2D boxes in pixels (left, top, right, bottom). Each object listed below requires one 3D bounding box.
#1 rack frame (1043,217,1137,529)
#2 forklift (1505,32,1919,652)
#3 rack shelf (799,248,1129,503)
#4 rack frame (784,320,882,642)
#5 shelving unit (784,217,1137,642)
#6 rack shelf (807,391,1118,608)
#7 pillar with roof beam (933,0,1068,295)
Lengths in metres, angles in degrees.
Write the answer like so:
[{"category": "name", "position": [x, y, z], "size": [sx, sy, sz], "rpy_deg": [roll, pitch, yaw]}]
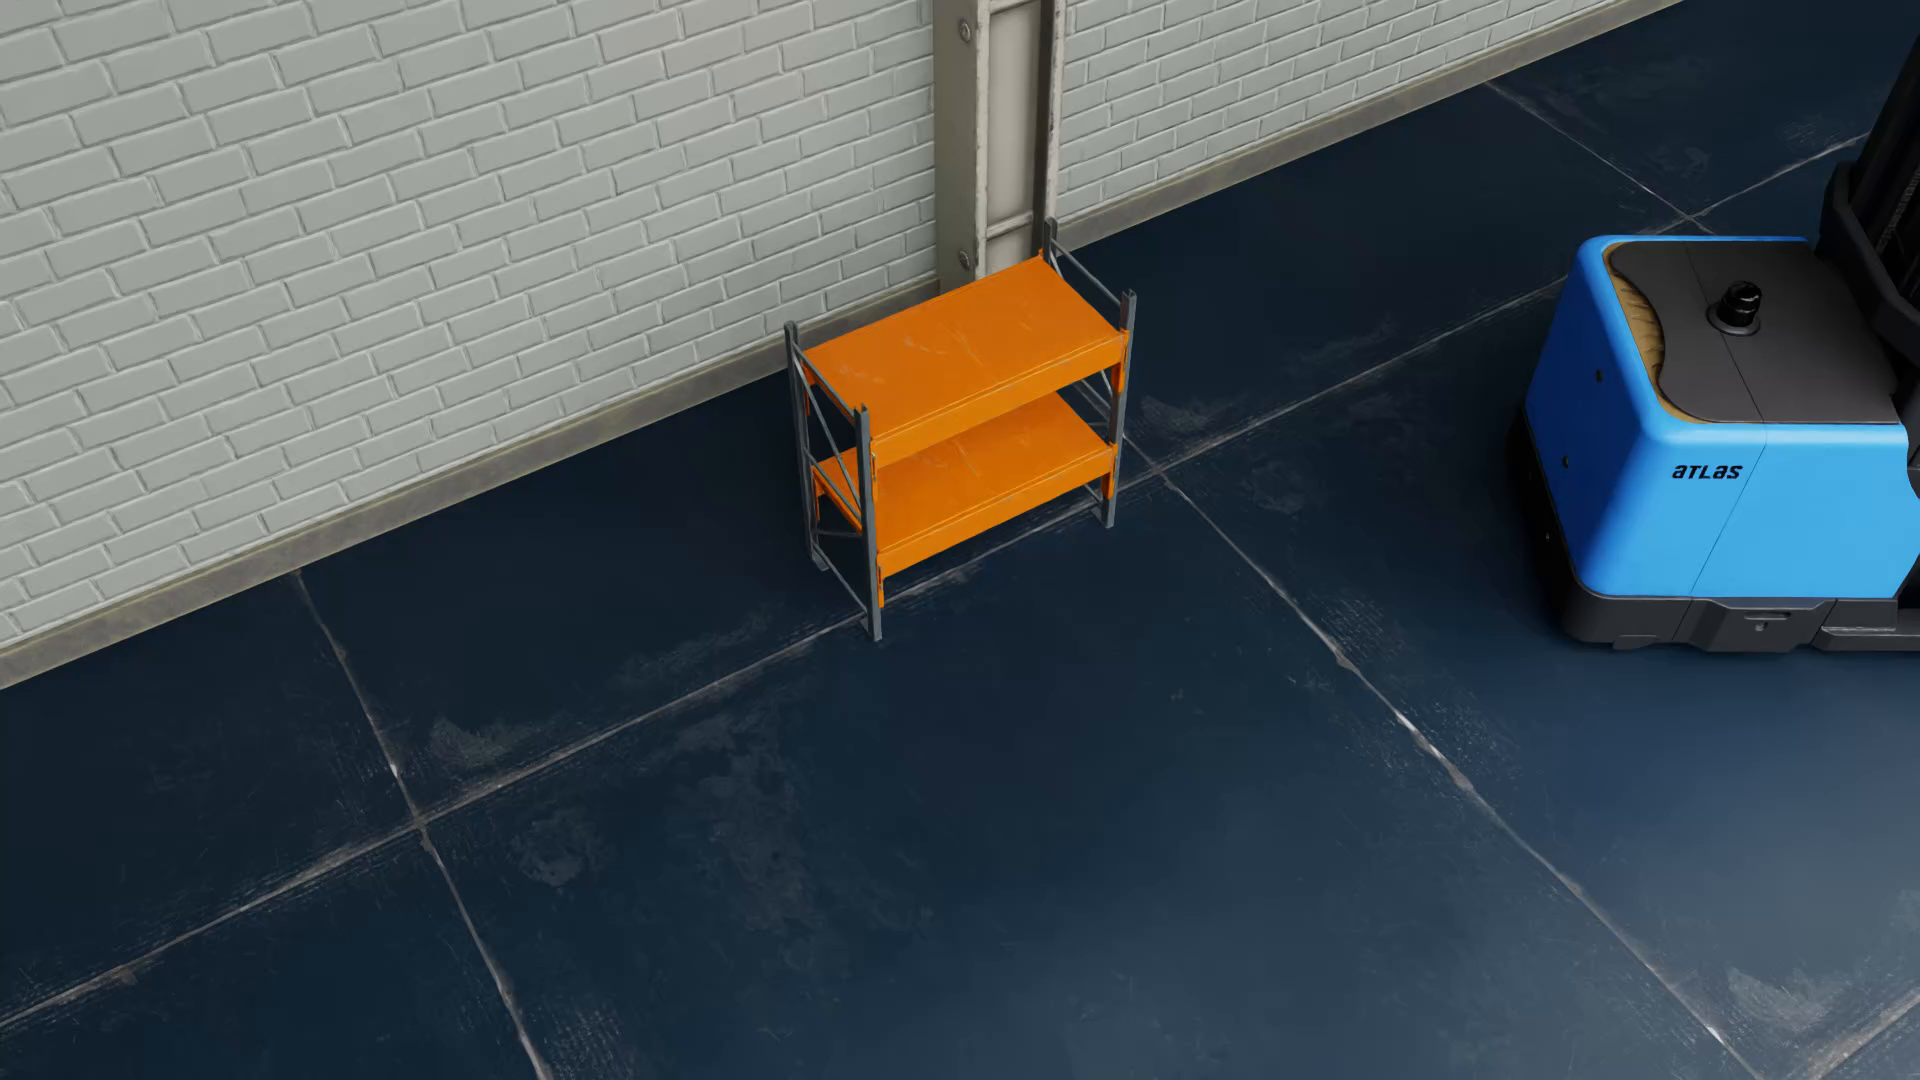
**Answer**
[{"category": "rack frame", "position": [0.436, -0.579, 6.013], "size": [0.032, 1.125, 0.500], "rpy_deg": [-25, 53, -21]}, {"category": "forklift", "position": [3.630, -0.949, 5.133], "size": [3.031, 2.935, 1.130], "rpy_deg": [0, 48, 0]}, {"category": "rack shelf", "position": [0.006, -0.571, 5.614], "size": [1.000, 0.278, 0.538], "rpy_deg": [-25, 53, -21]}, {"category": "rack frame", "position": [-0.424, -0.174, 5.652], "size": [0.032, 1.125, 0.500], "rpy_deg": [-25, 53, -21]}, {"category": "shelving unit", "position": [0.006, -0.377, 5.832], "size": [1.048, 1.125, 0.538], "rpy_deg": [-25, 53, -21]}, {"category": "rack shelf", "position": [0.006, -0.214, 6.015], "size": [1.000, 0.278, 0.538], "rpy_deg": [-25, 53, -21]}, {"category": "pillar with roof beam", "position": [2.443, -1.290, 1.373], "size": [0.400, 9.000, 9.100], "rpy_deg": [-25, 53, -21]}]
